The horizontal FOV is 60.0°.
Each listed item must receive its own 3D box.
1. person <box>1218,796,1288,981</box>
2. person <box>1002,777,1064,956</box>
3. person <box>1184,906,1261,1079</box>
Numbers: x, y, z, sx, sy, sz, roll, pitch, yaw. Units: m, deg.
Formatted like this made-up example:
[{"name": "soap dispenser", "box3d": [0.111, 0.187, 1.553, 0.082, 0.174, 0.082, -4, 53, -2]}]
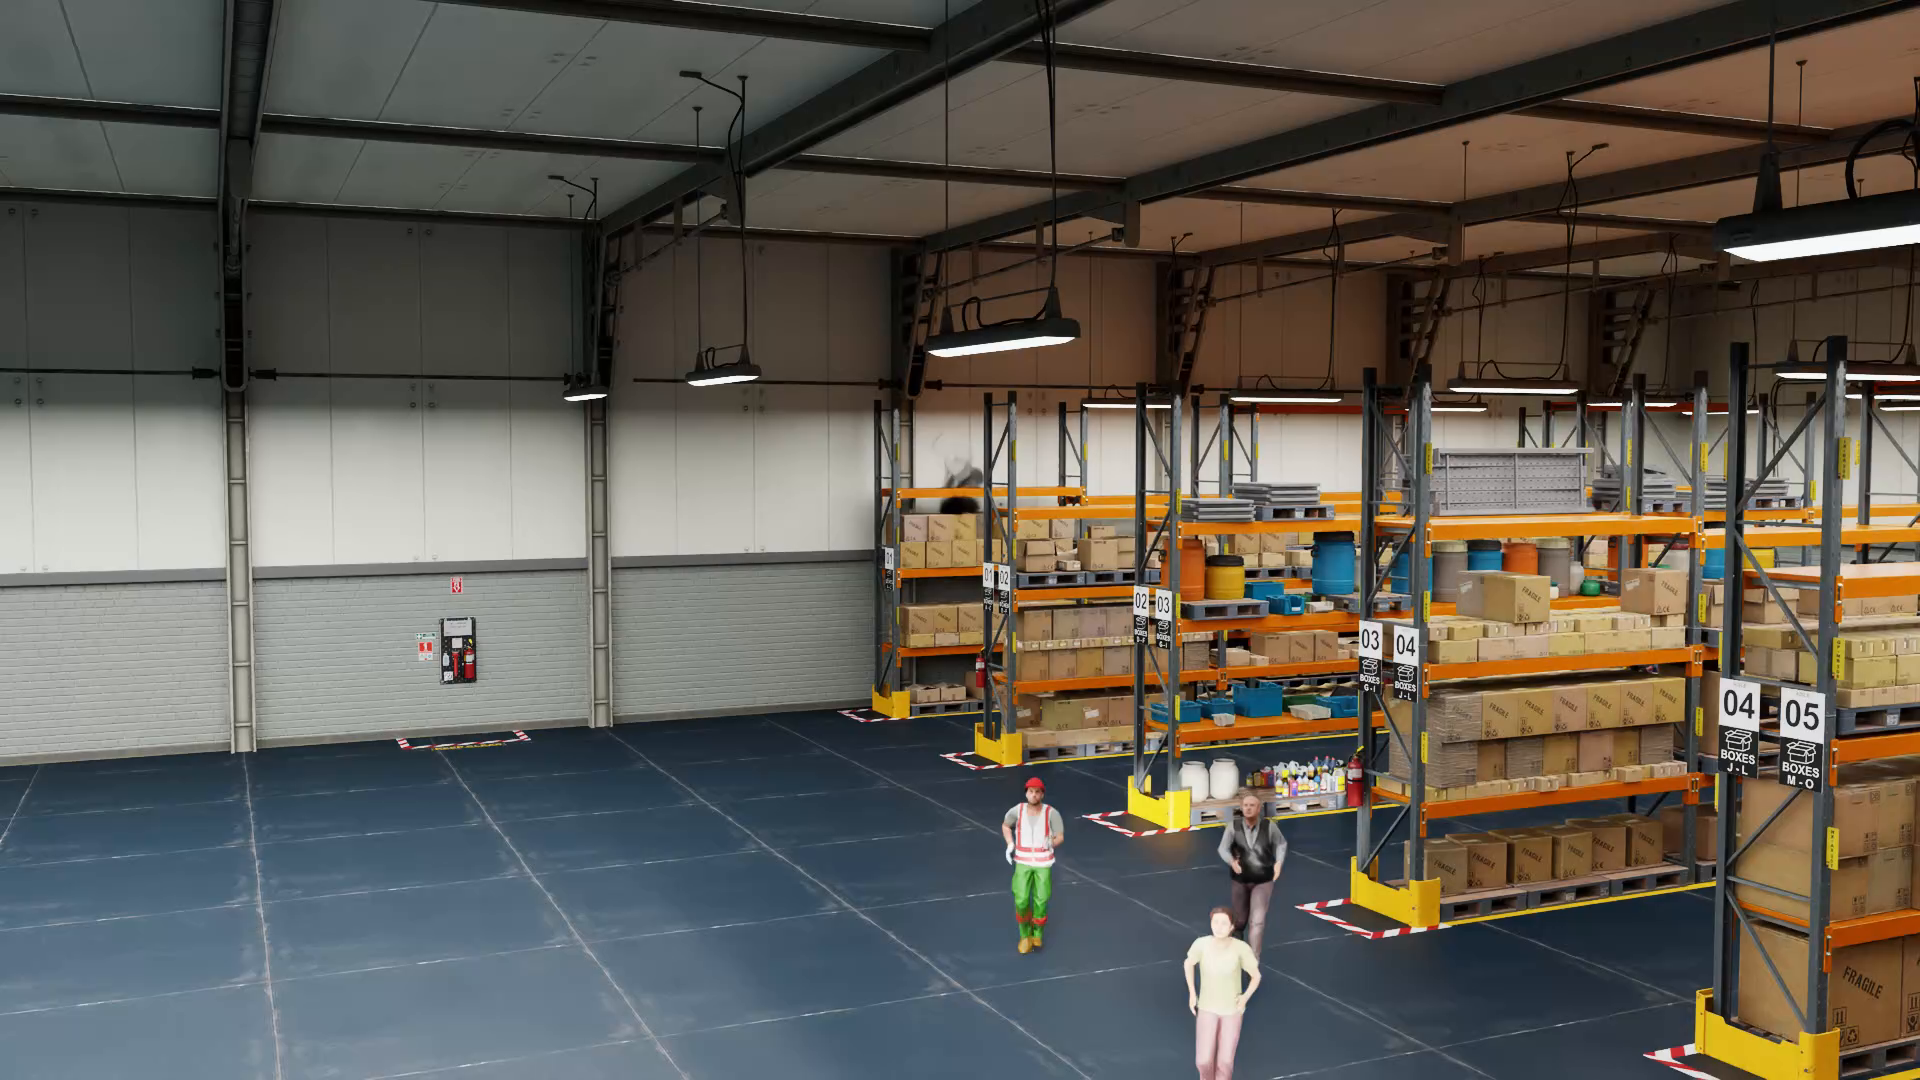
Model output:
[{"name": "person", "box3d": [2.881, 3.362, 16.380, 0.670, 1.726, 0.904, 1, 3, 13]}, {"name": "person", "box3d": [0.732, 3.301, 16.772, 0.637, 1.796, 0.655, 0, 3, 4]}, {"name": "person", "box3d": [2.000, 3.606, 12.714, 0.592, 1.638, 0.533, 1, 3, 12]}]
